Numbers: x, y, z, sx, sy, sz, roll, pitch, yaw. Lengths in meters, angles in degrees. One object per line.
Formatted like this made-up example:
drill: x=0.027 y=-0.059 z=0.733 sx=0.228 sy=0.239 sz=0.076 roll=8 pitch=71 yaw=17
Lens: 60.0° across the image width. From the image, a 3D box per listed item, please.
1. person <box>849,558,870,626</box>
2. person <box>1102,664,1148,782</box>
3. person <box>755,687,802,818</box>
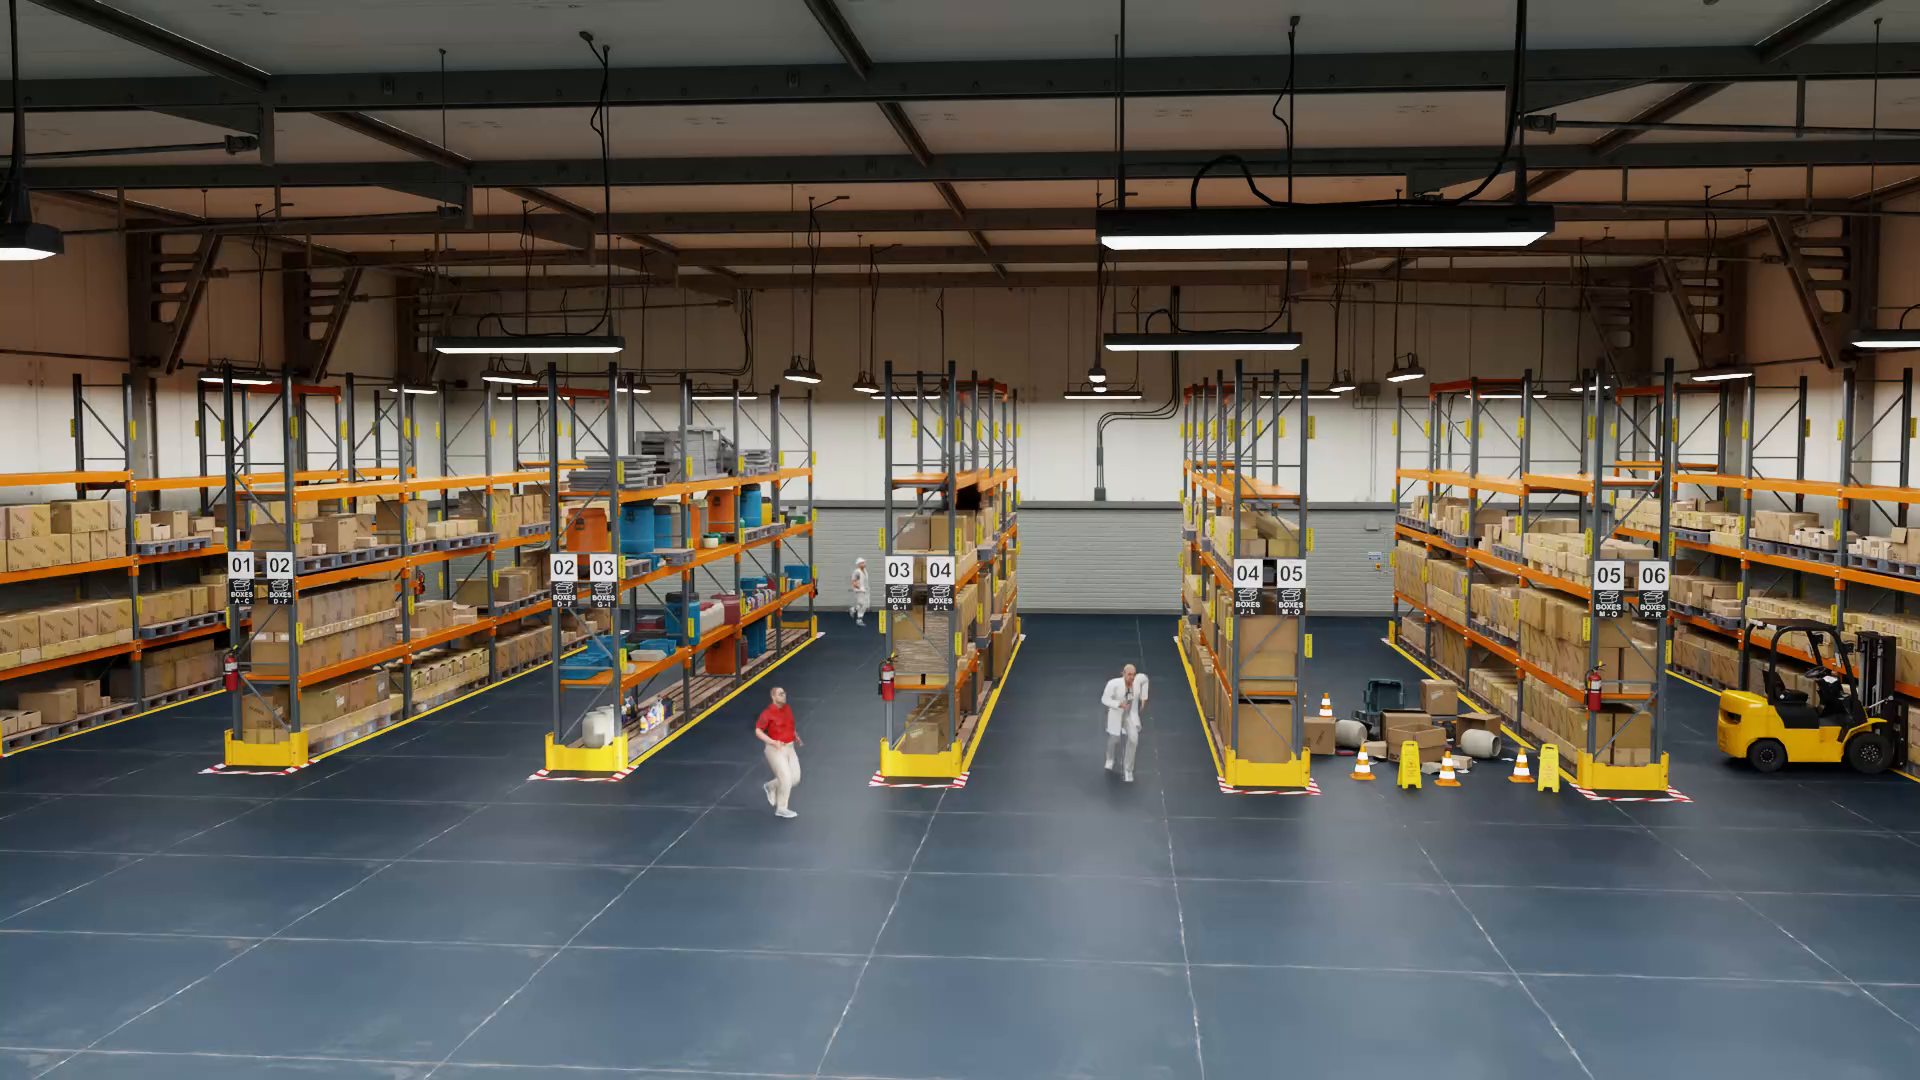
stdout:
person: x=-2.577 y=1.331 z=42.667 sx=0.677 sy=1.752 sz=0.670 roll=2 pitch=4 yaw=28
person: x=2.351 y=2.612 z=24.040 sx=0.753 sy=1.740 sz=1.071 roll=-1 pitch=4 yaw=-13
person: x=-2.374 y=2.740 z=21.623 sx=0.644 sy=1.675 sz=0.664 roll=3 pitch=5 yaw=35
